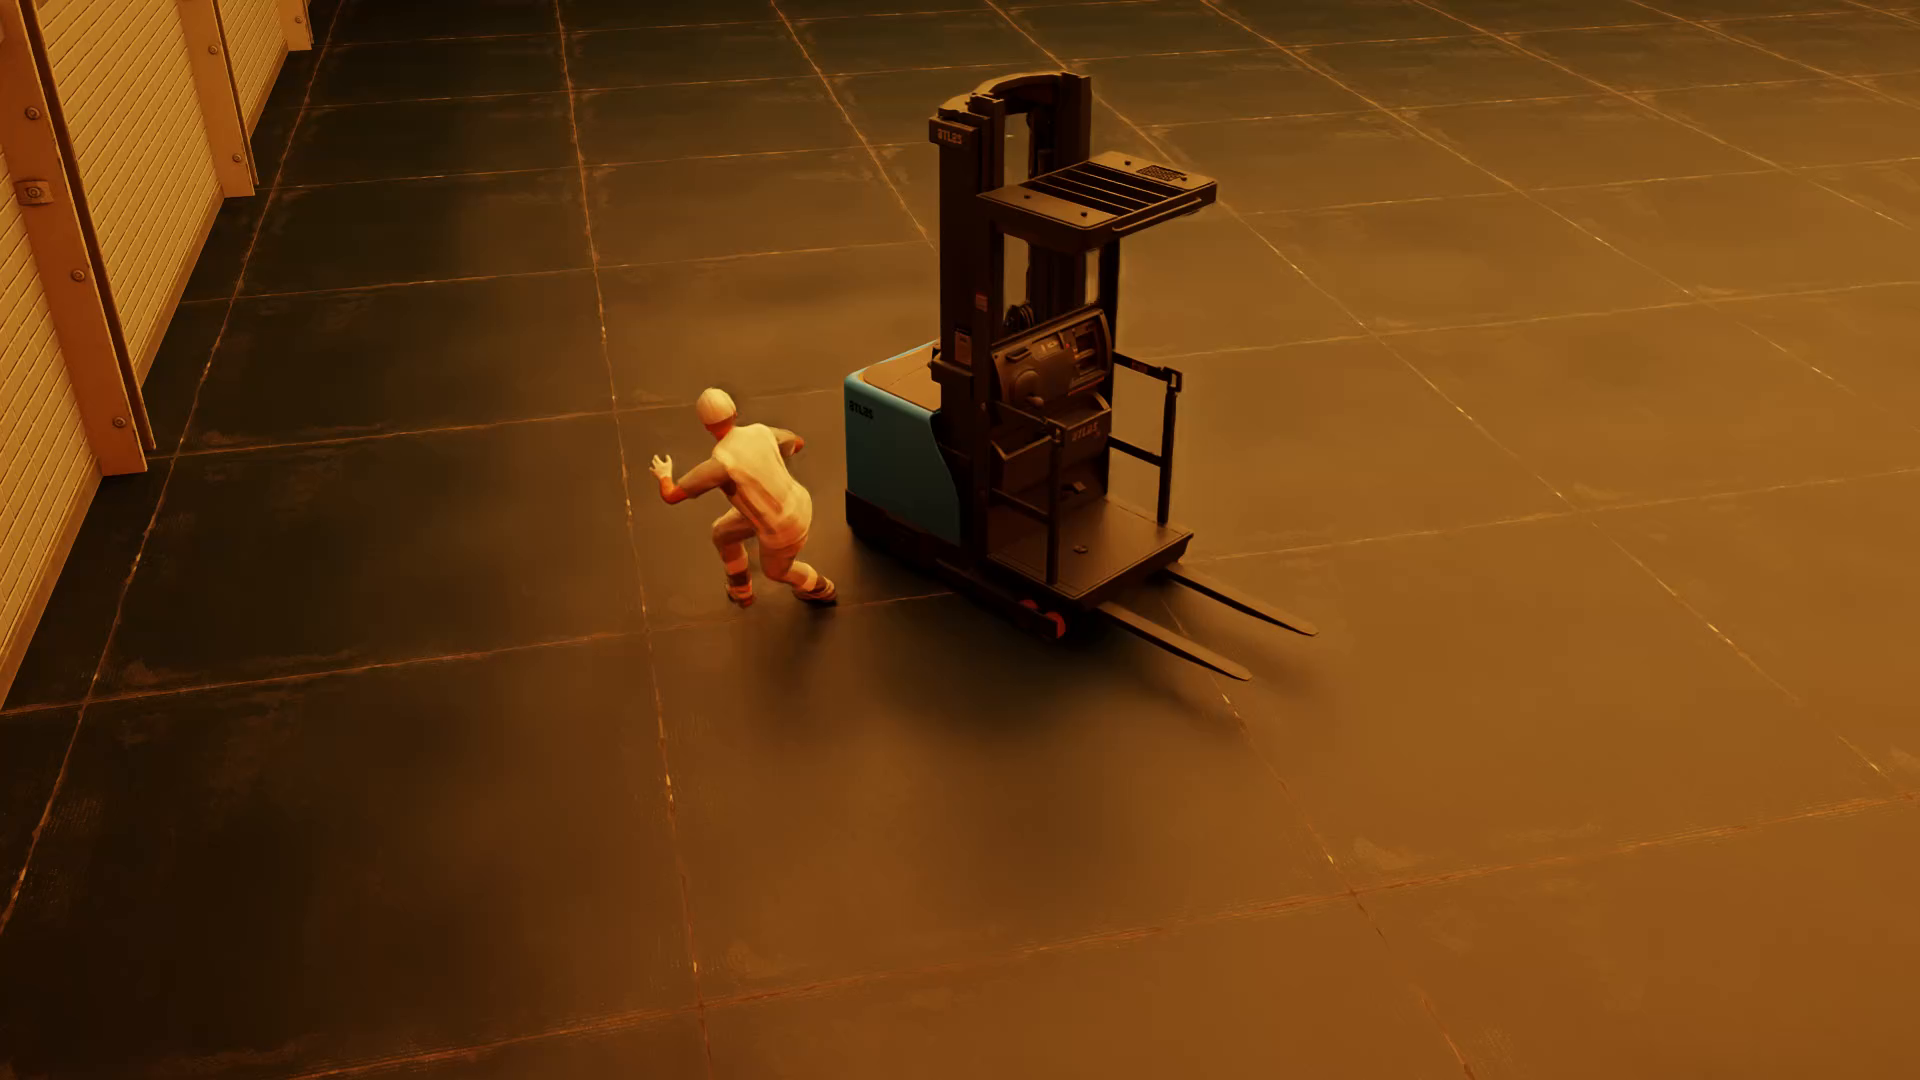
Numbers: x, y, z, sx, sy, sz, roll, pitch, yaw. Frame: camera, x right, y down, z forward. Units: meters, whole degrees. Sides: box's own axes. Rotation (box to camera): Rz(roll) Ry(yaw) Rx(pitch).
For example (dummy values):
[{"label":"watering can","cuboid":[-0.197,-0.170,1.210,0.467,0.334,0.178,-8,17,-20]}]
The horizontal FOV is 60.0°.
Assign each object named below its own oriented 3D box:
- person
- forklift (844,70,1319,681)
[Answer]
[{"label":"person","cuboid":[-1.213,-0.194,9.276,0.901,1.530,1.004,7,31,12]},{"label":"forklift","cuboid":[0.676,-0.985,9.277,3.031,2.935,1.130,26,39,38]}]
